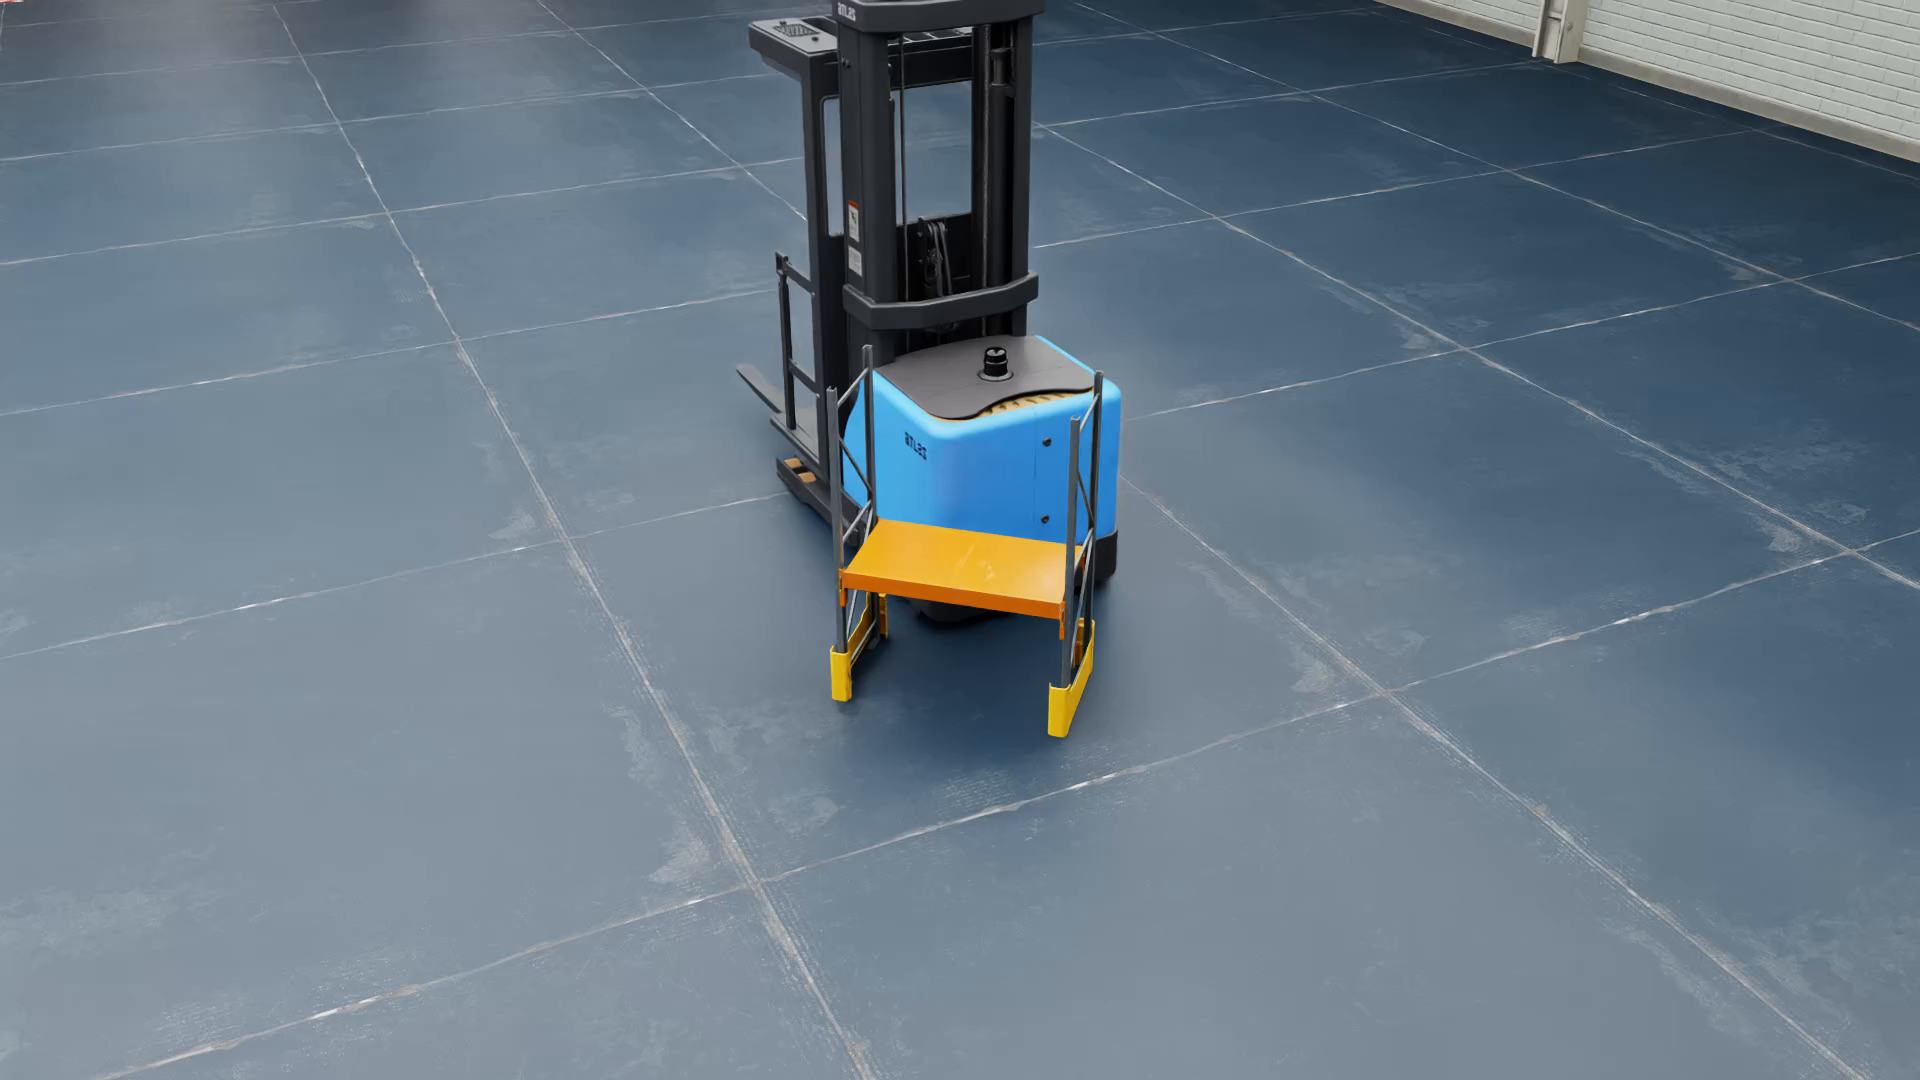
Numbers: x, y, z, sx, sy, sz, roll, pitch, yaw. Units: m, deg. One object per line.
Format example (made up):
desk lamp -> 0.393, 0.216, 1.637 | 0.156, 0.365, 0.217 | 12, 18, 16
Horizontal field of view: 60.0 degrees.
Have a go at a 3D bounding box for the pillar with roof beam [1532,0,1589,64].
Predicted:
pillar with roof beam -> 2.590, -8.264, 14.287 | 9.100, 9.000, 0.400 | -13, 32, -22

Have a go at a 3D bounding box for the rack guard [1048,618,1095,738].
rack guard -> 0.498, 0.607, 7.411 | 0.087, 0.250, 0.587 | 8, 30, 14

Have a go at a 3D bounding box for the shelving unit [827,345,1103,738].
shelving unit -> 0.019, -0.004, 7.224 | 1.083, 1.500, 0.587 | 8, 30, 14

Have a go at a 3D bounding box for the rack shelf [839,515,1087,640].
rack shelf -> 0.028, 0.154, 7.310 | 1.000, 0.185, 0.538 | 8, 30, 14

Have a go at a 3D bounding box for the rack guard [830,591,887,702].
rack guard -> -0.460, 0.474, 7.648 | 0.087, 0.250, 0.587 | 8, 30, 14

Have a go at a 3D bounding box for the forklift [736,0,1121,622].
forklift -> -0.363, -1.579, 8.570 | 1.130, 2.935, 3.031 | -15, 33, -24

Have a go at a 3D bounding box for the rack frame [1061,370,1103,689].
rack frame -> 0.517, 0.065, 7.101 | 0.032, 1.500, 0.500 | 8, 30, 14

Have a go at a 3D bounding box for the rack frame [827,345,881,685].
rack frame -> -0.461, -0.071, 7.343 | 0.032, 1.500, 0.500 | 8, 30, 14
